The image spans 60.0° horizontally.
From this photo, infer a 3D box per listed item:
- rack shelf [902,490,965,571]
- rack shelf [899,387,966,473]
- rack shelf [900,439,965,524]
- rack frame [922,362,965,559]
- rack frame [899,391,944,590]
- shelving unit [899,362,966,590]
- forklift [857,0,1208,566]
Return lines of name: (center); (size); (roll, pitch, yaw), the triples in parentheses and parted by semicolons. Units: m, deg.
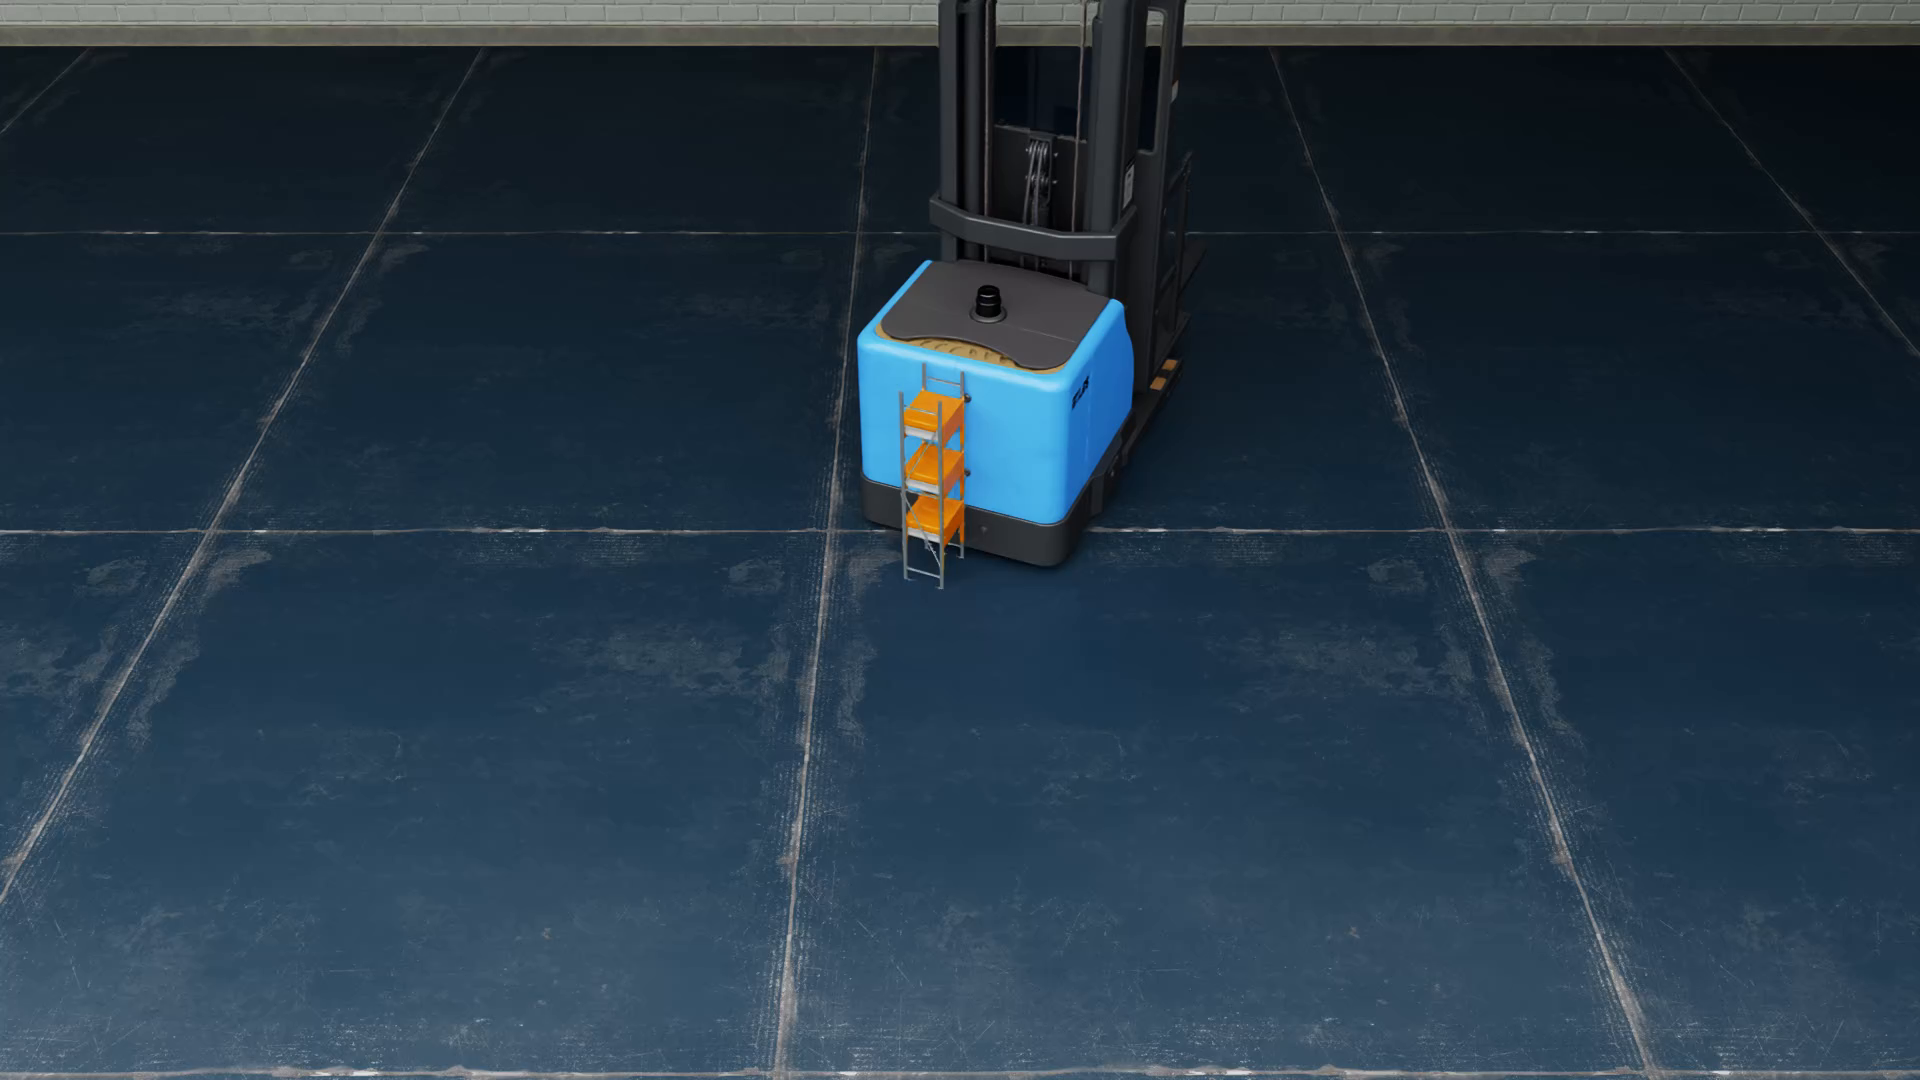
rack shelf: (-0.121, -0.048, 7.678); (0.215, 0.259, 0.240); (15, 41, 18)
rack shelf: (-0.121, -0.487, 7.327); (0.215, 0.259, 0.240); (15, 41, 18)
rack shelf: (-0.121, -0.265, 7.504); (0.215, 0.259, 0.240); (15, 41, 18)
rack frame: (-0.073, -0.344, 7.585); (0.200, 1.050, 0.008); (15, 41, 18)
rack frame: (-0.169, -0.203, 7.410); (0.200, 1.050, 0.008); (15, 41, 18)
shelving unit: (-0.121, -0.274, 7.497); (0.215, 1.050, 0.252); (15, 41, 18)
forklift: (0.563, -1.943, 8.077); (1.130, 2.935, 3.031); (15, 41, 18)
